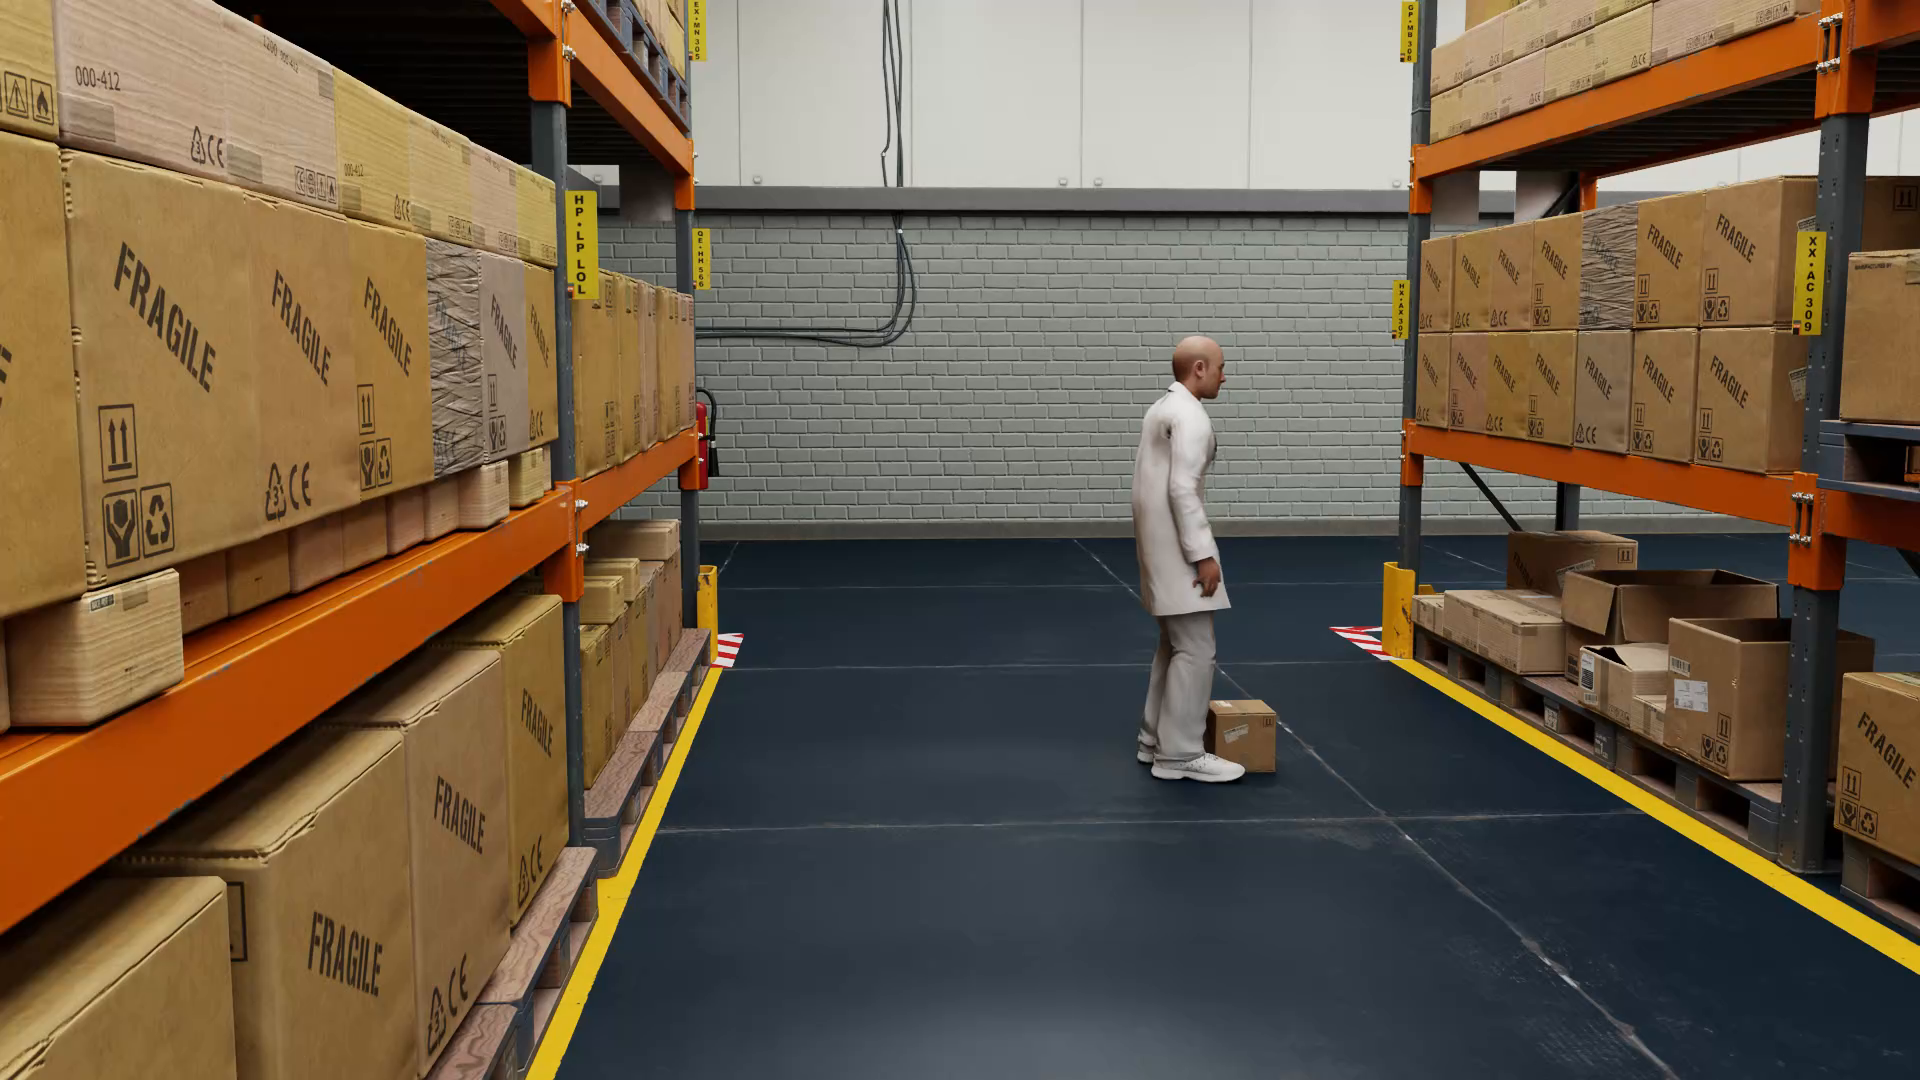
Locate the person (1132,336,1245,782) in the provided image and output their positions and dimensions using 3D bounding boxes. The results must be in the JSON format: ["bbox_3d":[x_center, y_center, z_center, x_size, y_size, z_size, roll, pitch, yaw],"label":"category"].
[{"bbox_3d":[0.916,0.060,6.788,0.424,1.774,0.644,0,7,-3],"label":"person"}]
